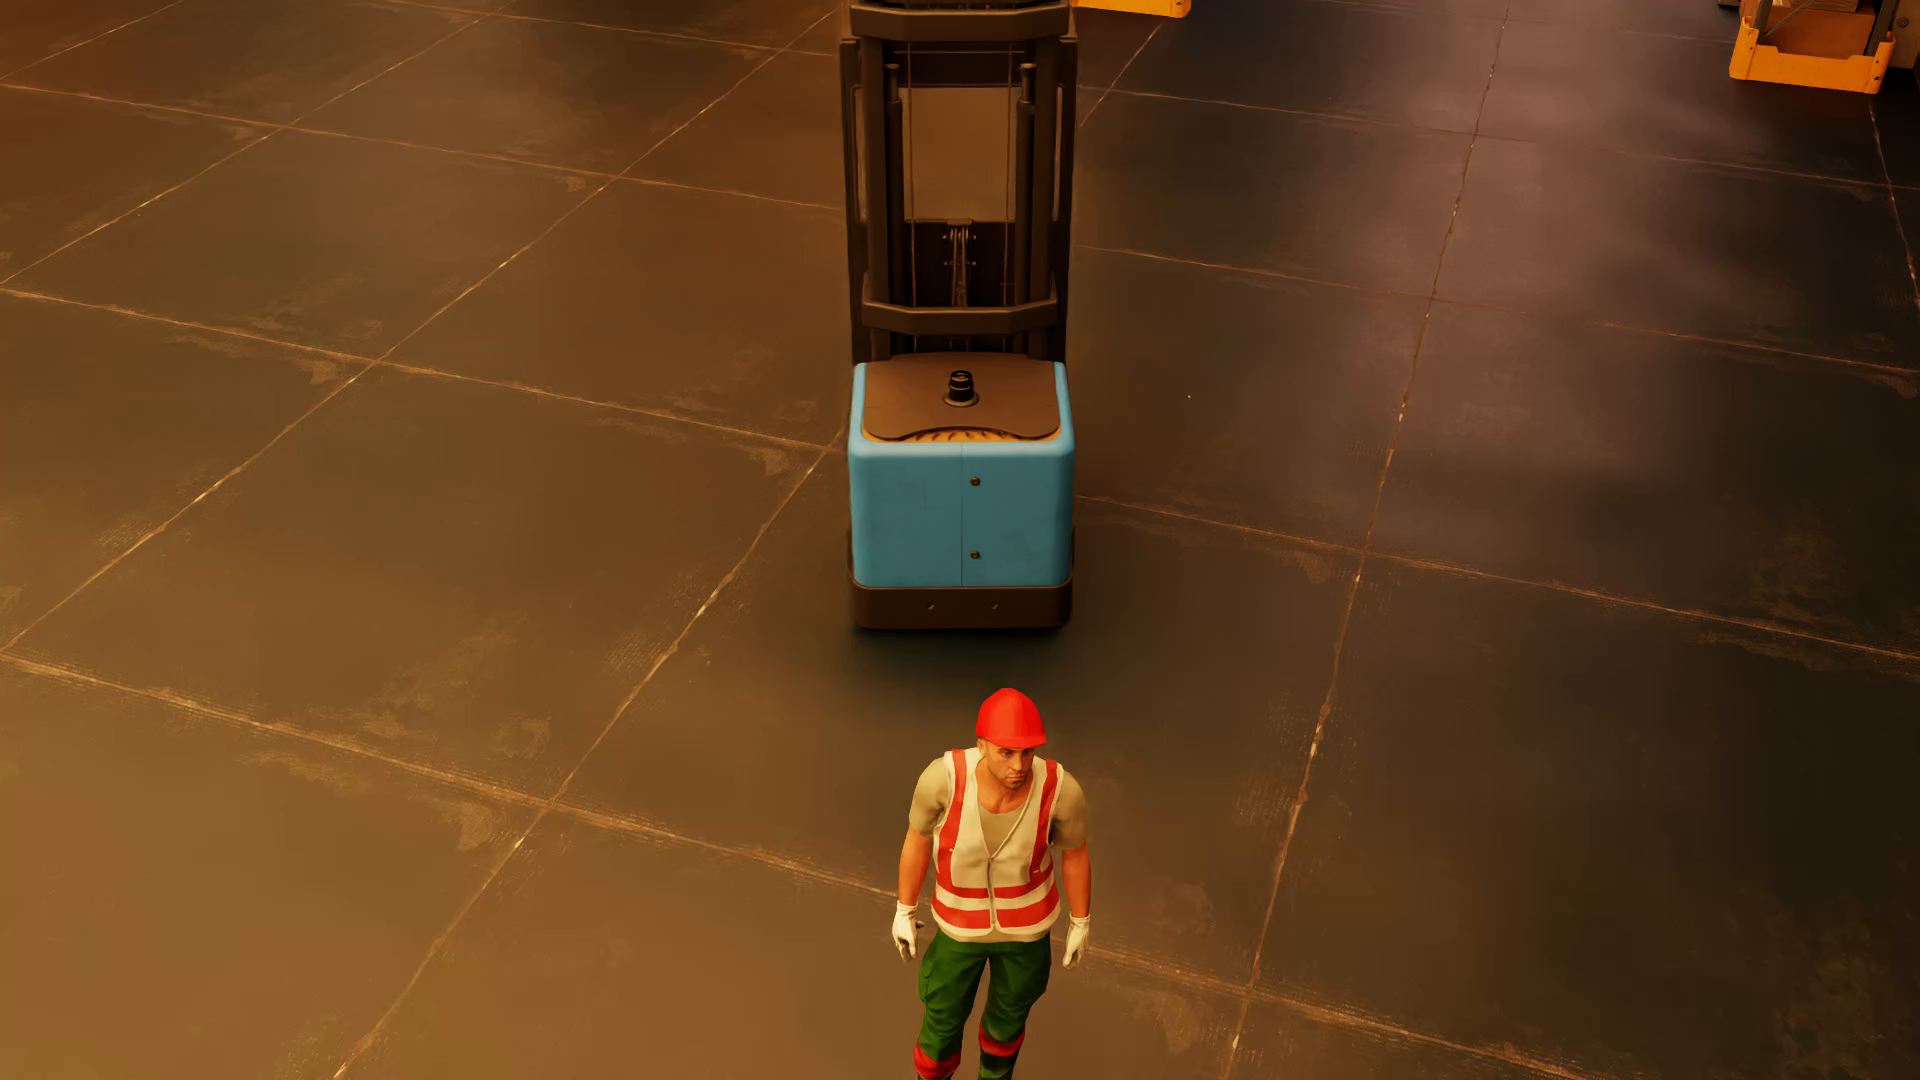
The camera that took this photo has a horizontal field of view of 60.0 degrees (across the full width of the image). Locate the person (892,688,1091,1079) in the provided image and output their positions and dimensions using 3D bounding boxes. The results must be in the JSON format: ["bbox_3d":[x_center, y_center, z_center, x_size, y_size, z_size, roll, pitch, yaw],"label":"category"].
[{"bbox_3d":[0.102,1.267,5.299,0.638,1.787,0.564,0,35,0],"label":"person"}]

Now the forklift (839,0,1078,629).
[{"bbox_3d":[-0.011,-1.591,8.355,1.130,2.935,3.031,0,35,-1],"label":"forklift"}]
